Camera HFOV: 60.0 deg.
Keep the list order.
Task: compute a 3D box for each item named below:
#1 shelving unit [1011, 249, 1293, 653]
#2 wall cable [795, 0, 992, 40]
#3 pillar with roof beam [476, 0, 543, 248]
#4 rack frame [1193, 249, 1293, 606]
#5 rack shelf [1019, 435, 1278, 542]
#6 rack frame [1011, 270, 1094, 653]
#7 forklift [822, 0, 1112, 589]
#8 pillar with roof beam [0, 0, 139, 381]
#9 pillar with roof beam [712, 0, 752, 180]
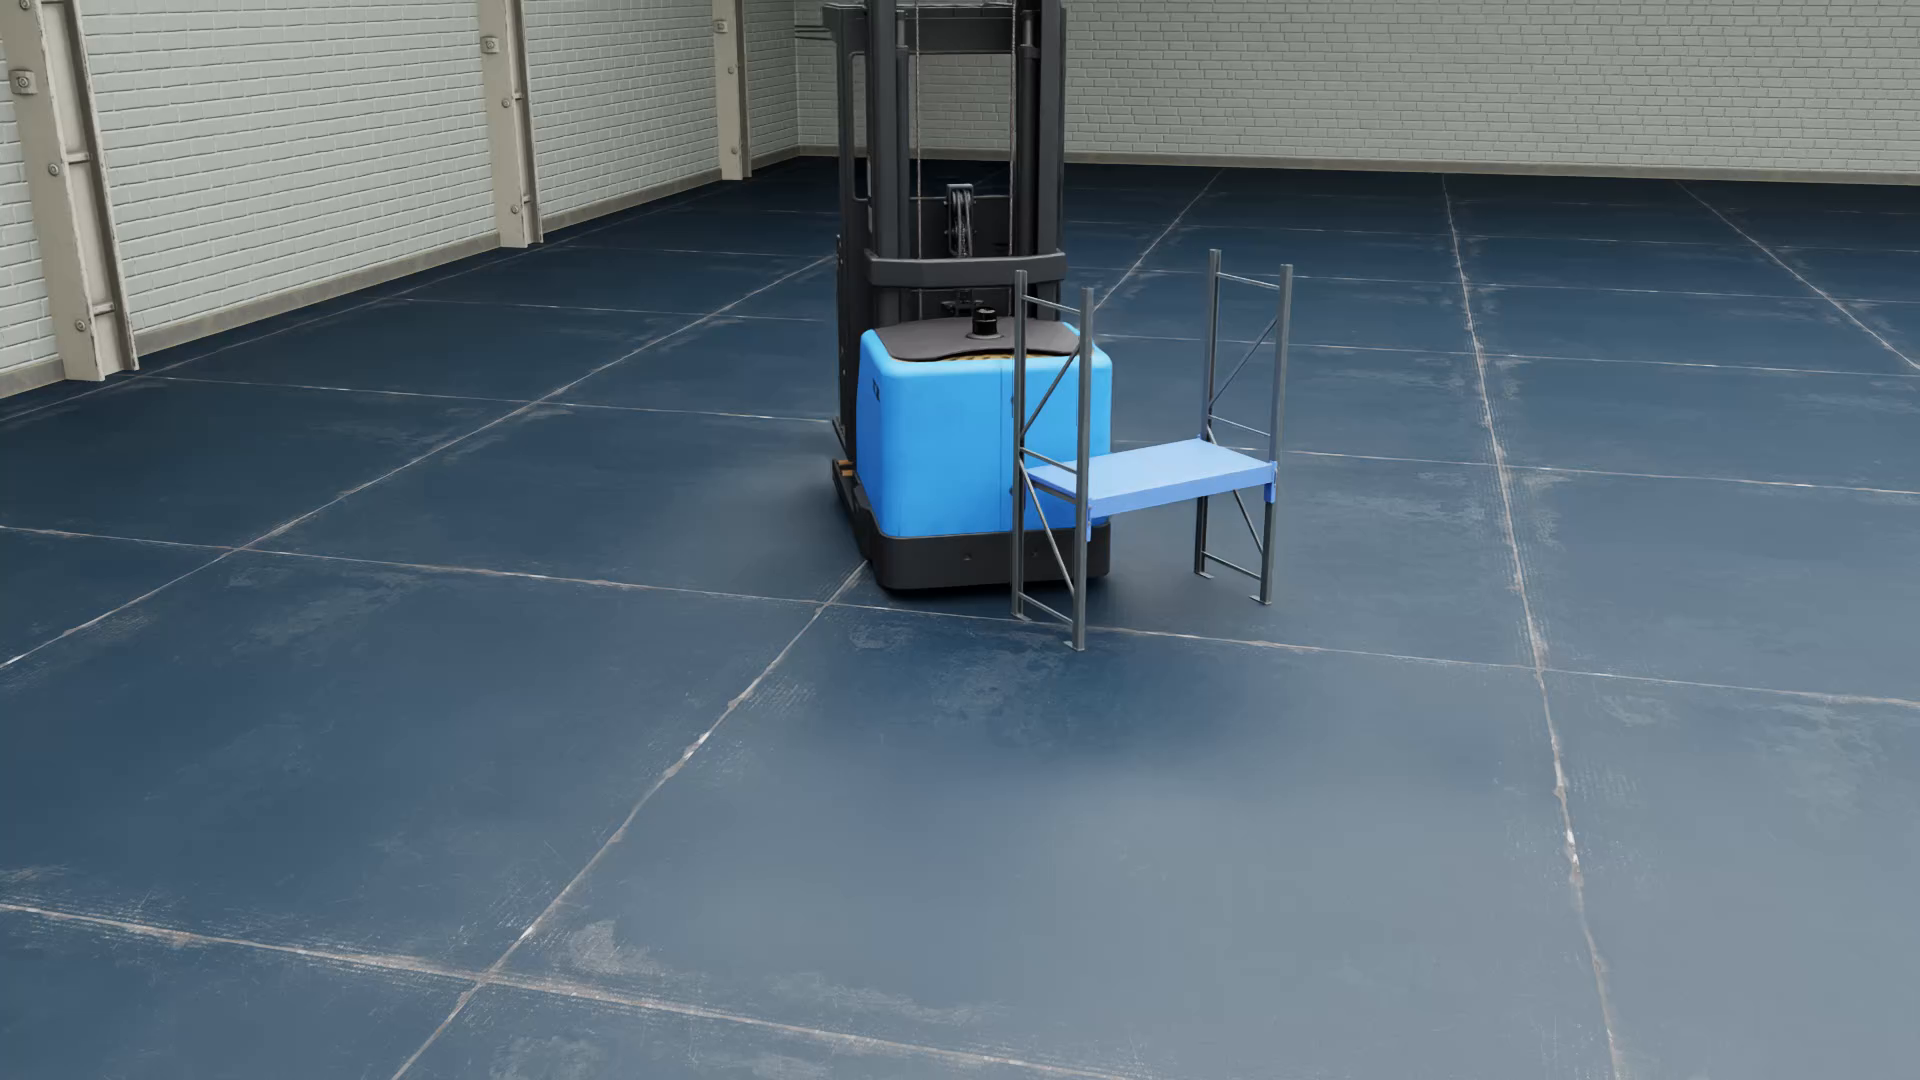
[{"bbox_3d":[0.800,-0.404,7.051,1.048,1.500,0.538,-11,22,-30],"label":"shelving unit"},{"bbox_3d":[-1.044,-8.527,24.035,3.097,2.526,0.112,5,19,13],"label":"wall cable"},{"bbox_3d":[-0.338,-6.957,14.635,9.100,9.000,0.400,5,19,13],"label":"pillar with roof beam"},{"bbox_3d":[1.232,-0.491,7.305,0.032,1.500,0.500,-11,22,-30],"label":"rack frame"},{"bbox_3d":[0.800,-0.234,7.109,1.000,0.185,0.538,-11,22,-30],"label":"rack shelf"},{"bbox_3d":[0.368,-0.318,6.798,0.032,1.500,0.500,-11,22,-30],"label":"rack frame"},{"bbox_3d":[-0.083,-1.606,8.356,1.130,2.935,3.031,-3,19,-9],"label":"forklift"},{"bbox_3d":[-1.804,-5.077,9.129,9.100,9.000,0.400,5,19,13],"label":"pillar with roof beam"},{"bbox_3d":[1.128,-8.838,20.141,9.100,9.000,0.400,5,19,13],"label":"pillar with roof beam"}]
